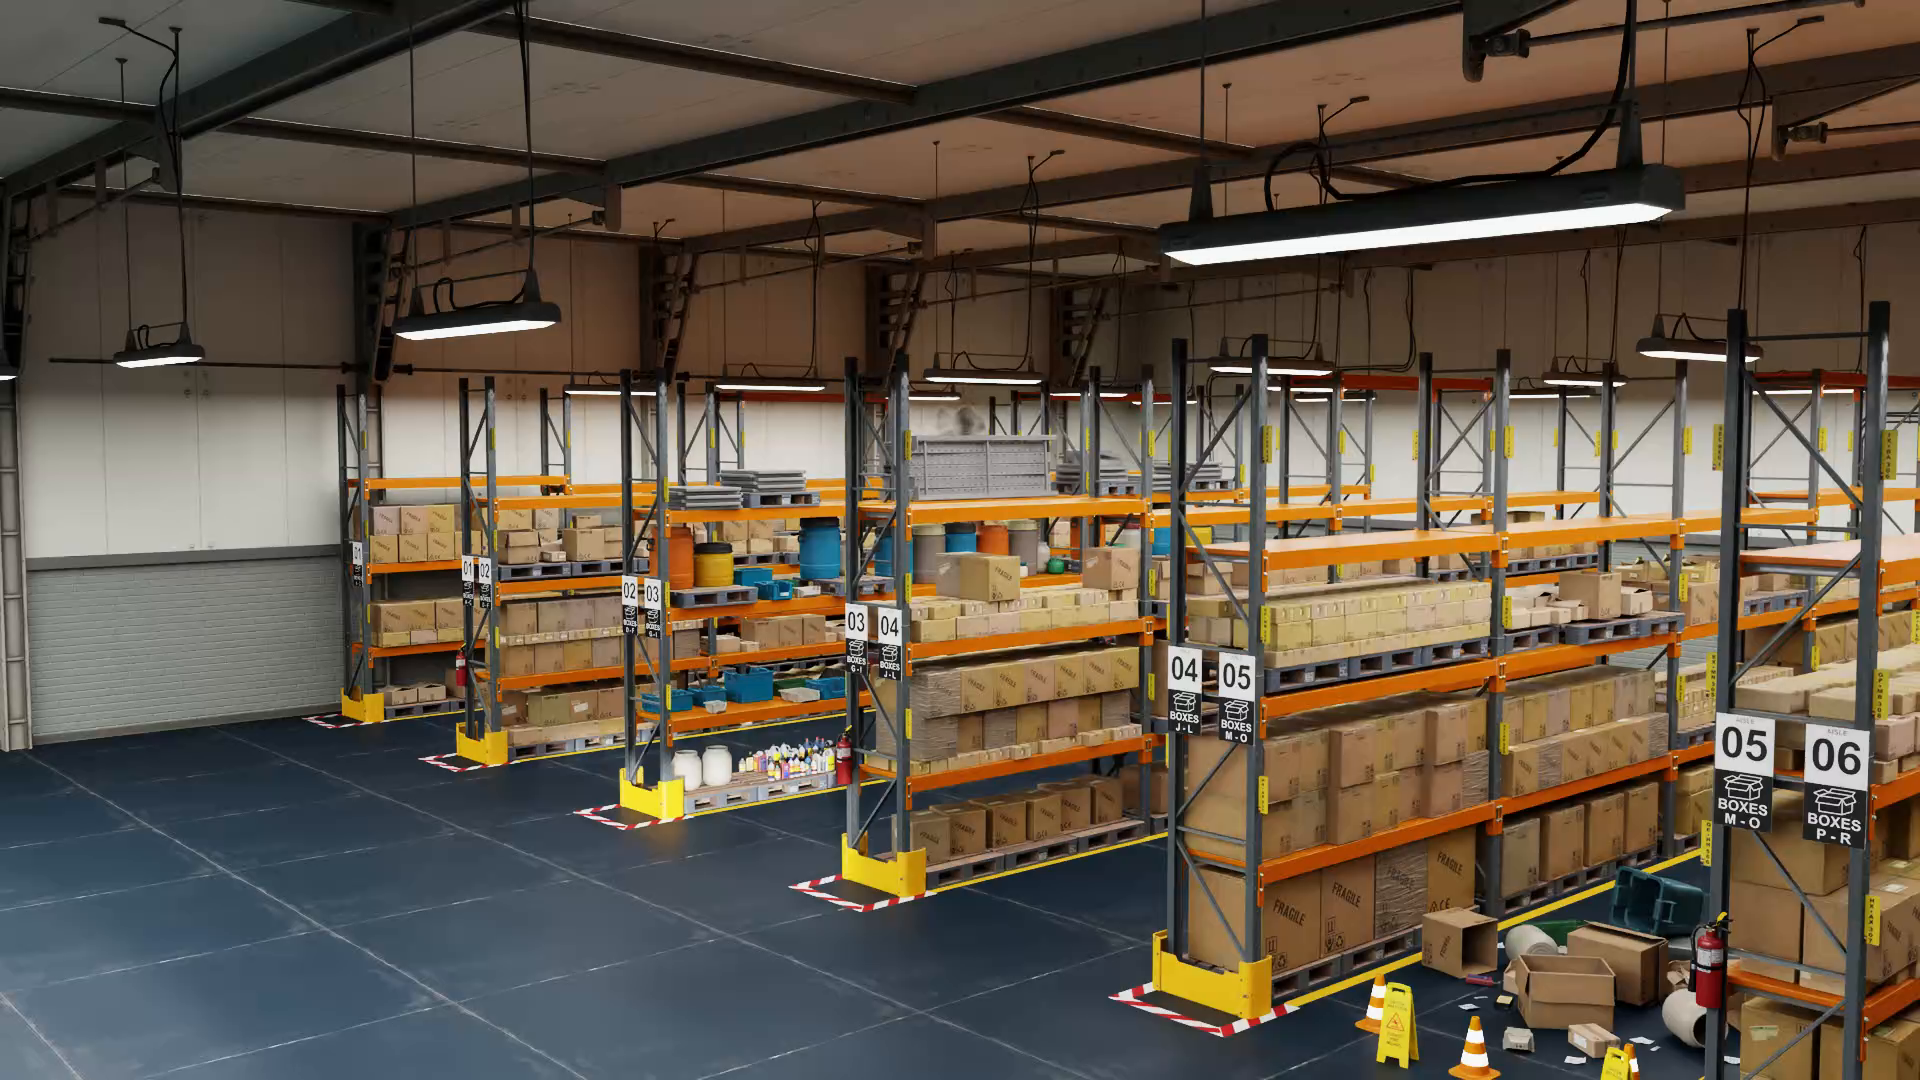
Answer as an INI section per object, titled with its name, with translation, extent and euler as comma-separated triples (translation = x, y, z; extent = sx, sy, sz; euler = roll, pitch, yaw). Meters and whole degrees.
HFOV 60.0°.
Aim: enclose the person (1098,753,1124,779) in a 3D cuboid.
[person]
translation = 2.108, 2.754, 24.123
extent = 0.547, 1.718, 0.761
euler = 3, 5, 35
